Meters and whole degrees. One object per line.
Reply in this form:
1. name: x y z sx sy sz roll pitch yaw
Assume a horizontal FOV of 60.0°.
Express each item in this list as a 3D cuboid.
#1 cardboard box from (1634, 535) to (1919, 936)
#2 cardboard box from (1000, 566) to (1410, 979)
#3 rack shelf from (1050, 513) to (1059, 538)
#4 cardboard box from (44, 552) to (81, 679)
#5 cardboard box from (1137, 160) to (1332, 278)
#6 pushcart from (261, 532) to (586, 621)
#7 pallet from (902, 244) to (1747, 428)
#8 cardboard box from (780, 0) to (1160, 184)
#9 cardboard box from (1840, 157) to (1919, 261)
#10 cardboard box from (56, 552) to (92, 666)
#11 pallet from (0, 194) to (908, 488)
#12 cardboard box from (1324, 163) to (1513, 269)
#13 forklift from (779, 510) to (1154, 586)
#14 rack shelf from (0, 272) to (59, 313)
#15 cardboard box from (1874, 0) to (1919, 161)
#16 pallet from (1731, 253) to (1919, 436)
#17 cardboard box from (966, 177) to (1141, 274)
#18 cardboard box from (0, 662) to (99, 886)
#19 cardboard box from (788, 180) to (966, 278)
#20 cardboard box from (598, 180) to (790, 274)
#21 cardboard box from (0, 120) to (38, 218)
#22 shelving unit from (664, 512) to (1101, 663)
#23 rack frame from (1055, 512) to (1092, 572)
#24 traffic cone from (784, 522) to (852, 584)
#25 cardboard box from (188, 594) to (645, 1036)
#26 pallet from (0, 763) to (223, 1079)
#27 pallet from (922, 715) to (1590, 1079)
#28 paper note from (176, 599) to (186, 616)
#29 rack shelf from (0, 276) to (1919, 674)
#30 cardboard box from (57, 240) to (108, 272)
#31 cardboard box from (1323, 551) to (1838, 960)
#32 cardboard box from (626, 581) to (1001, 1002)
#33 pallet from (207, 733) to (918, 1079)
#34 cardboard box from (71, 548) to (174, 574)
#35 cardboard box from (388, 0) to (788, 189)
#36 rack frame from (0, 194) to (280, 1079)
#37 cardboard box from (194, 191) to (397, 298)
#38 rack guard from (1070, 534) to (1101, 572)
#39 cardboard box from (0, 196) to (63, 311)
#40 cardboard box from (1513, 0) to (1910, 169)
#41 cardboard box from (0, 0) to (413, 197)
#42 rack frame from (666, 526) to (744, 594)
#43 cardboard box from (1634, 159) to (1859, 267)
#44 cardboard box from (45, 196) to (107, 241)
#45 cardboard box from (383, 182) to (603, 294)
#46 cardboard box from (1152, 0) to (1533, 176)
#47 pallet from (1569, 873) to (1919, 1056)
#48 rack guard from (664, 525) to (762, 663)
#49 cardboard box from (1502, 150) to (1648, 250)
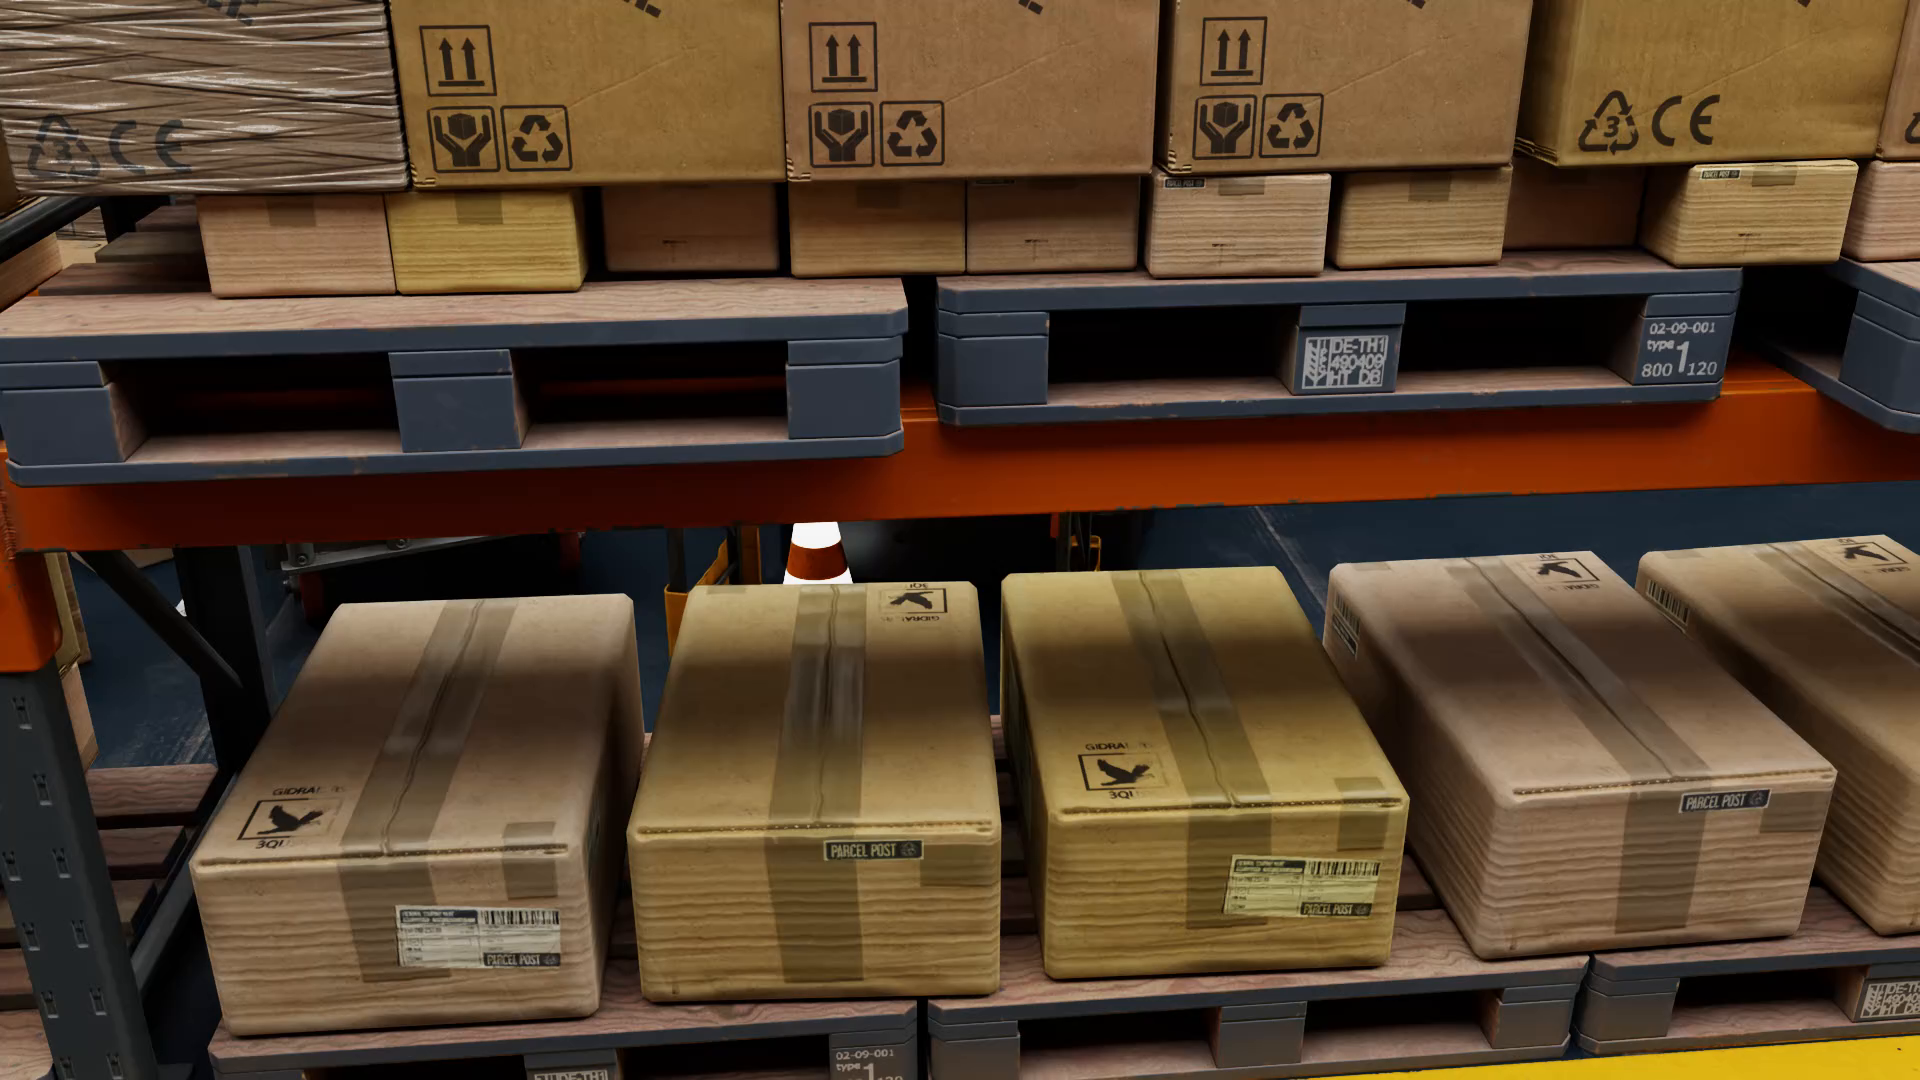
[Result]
1. cardboard box: 1.921 0.361 3.464 0.625 0.372 0.950 -4 24 -9
2. cardboard box: 0.433 0.421 3.327 0.625 0.372 0.950 -2 24 -3
3. rack shelf: -0.199 -0.230 4.365 1.000 0.185 0.538 5 24 10
4. cardboard box: -2.110 0.129 3.211 0.500 0.500 0.500 -1 24 -3
5. cardboard box: 0.385 -0.519 2.518 0.250 0.149 0.380 -1 24 -3
6. pushcart: -1.770 -0.228 5.299 0.936 0.377 1.648 -11 26 -23
7. pallet: 0.519 -0.484 2.881 1.213 0.211 1.003 -2 24 -5
8. cardboard box: -0.009 -0.818 2.391 0.500 0.500 0.500 -2 24 -5
9. cardboard box: 1.424 -0.561 2.611 0.250 0.149 0.380 -3 24 -8
10. cardboard box: -2.696 0.127 4.346 0.500 0.500 0.500 16 28 31
11. pallet: -0.721 -0.391 2.673 1.213 0.211 1.003 -2 24 -5
12. cardboard box: 0.647 -0.542 2.568 0.250 0.149 0.380 -3 24 -7
13. forklift: 0.172 -1.757 5.594 1.130 2.935 3.031 3 24 7
14. rack shelf: -3.486 -0.099 2.664 4.000 0.370 1.077 -2 24 -5
15. cardboard box: 1.546 -0.885 2.541 0.500 0.500 0.500 -3 24 -6
16. pallet: 1.786 -0.508 2.935 1.003 0.211 1.213 -2 24 -5
17. cardboard box: 0.115 -0.530 2.541 0.250 0.149 0.380 -2 24 -5
18. cardboard box: -2.110 0.472 3.363 0.500 0.250 0.500 -3 24 -8
19. cardboard box: -0.131 -0.521 2.520 0.250 0.149 0.380 -2 24 -4
20. cardboard box: -0.391 -0.527 2.535 0.250 0.149 0.380 -1 24 -2
21. cardboard box: -1.961 -0.784 2.831 0.500 0.500 0.500 -2 24 -5
22. shelving unit: -0.190 -0.394 4.290 1.083 1.500 0.587 5 24 10
23. rack frame: 0.300 -0.355 4.201 0.032 1.500 0.500 5 24 10
24. traffic cone: -0.400 0.037 4.598 0.334 0.463 0.336 -2 24 -5
25. cardboard box: -0.974 0.480 3.196 0.625 0.372 0.950 -2 24 -4
26. pallet: -2.161 0.808 3.172 1.213 0.211 1.003 -2 24 -5
27. pallet: 0.496 0.685 3.448 1.213 0.211 1.003 -2 24 -5
28. paper note: -2.191 0.181 4.805 0.142 0.019 0.148 -2 24 -5
29. rack shelf: 0.494 -0.258 3.023 4.000 0.370 1.077 -2 24 -5
30. cardboard box: -3.527 -0.886 6.625 0.500 0.500 0.500 2 24 4
31. cardboard box: 1.188 0.393 3.390 0.625 0.372 0.950 -3 24 -6
32. cardboard box: -0.259 0.450 3.263 0.625 0.372 0.950 -1 24 -2
33. pallet: -0.721 0.735 3.335 1.213 0.211 1.003 -2 24 -5
34. cardboard box: -2.518 -0.093 5.132 0.258 0.266 0.396 22 32 40
35. cardboard box: -0.503 -0.804 2.359 0.500 0.500 0.500 -2 24 -5
36. rack frame: -1.496 -0.507 2.698 0.127 3.000 1.000 -2 24 -5
37. cardboard box: -0.915 -0.479 2.426 0.250 0.149 0.380 -2 24 -4
38. rack guard: 0.299 0.216 4.456 0.087 0.250 0.587 5 24 10
39. cardboard box: -1.841 -0.509 3.012 0.250 0.149 0.380 -2 24 -5
40. cardboard box: 1.044 -0.864 2.495 0.500 0.500 0.500 -4 24 -9
41. cardboard box: -1.001 -0.783 2.313 0.500 0.500 0.500 -2 24 -4
42. rack frame: -0.698 -0.435 4.382 0.032 1.500 0.500 5 24 10
43. cardboard box: 1.152 -0.544 2.573 0.250 0.149 0.380 -2 24 -4
44. cardboard box: -3.612 -1.690 7.459 0.875 0.875 0.875 -2 24 -5
45. cardboard box: -0.665 -0.485 2.440 0.250 0.149 0.380 -2 24 -4
46. cardboard box: 0.501 -0.843 2.446 0.500 0.500 0.500 -3 24 -7
47. pallet: 1.707 0.638 3.555 1.213 0.211 1.003 -2 24 -5
48. rack guard: -0.679 0.138 4.632 0.087 0.250 0.587 5 24 10
49. cardboard box: 0.889 -0.585 2.665 0.250 0.149 0.380 -2 24 -5
